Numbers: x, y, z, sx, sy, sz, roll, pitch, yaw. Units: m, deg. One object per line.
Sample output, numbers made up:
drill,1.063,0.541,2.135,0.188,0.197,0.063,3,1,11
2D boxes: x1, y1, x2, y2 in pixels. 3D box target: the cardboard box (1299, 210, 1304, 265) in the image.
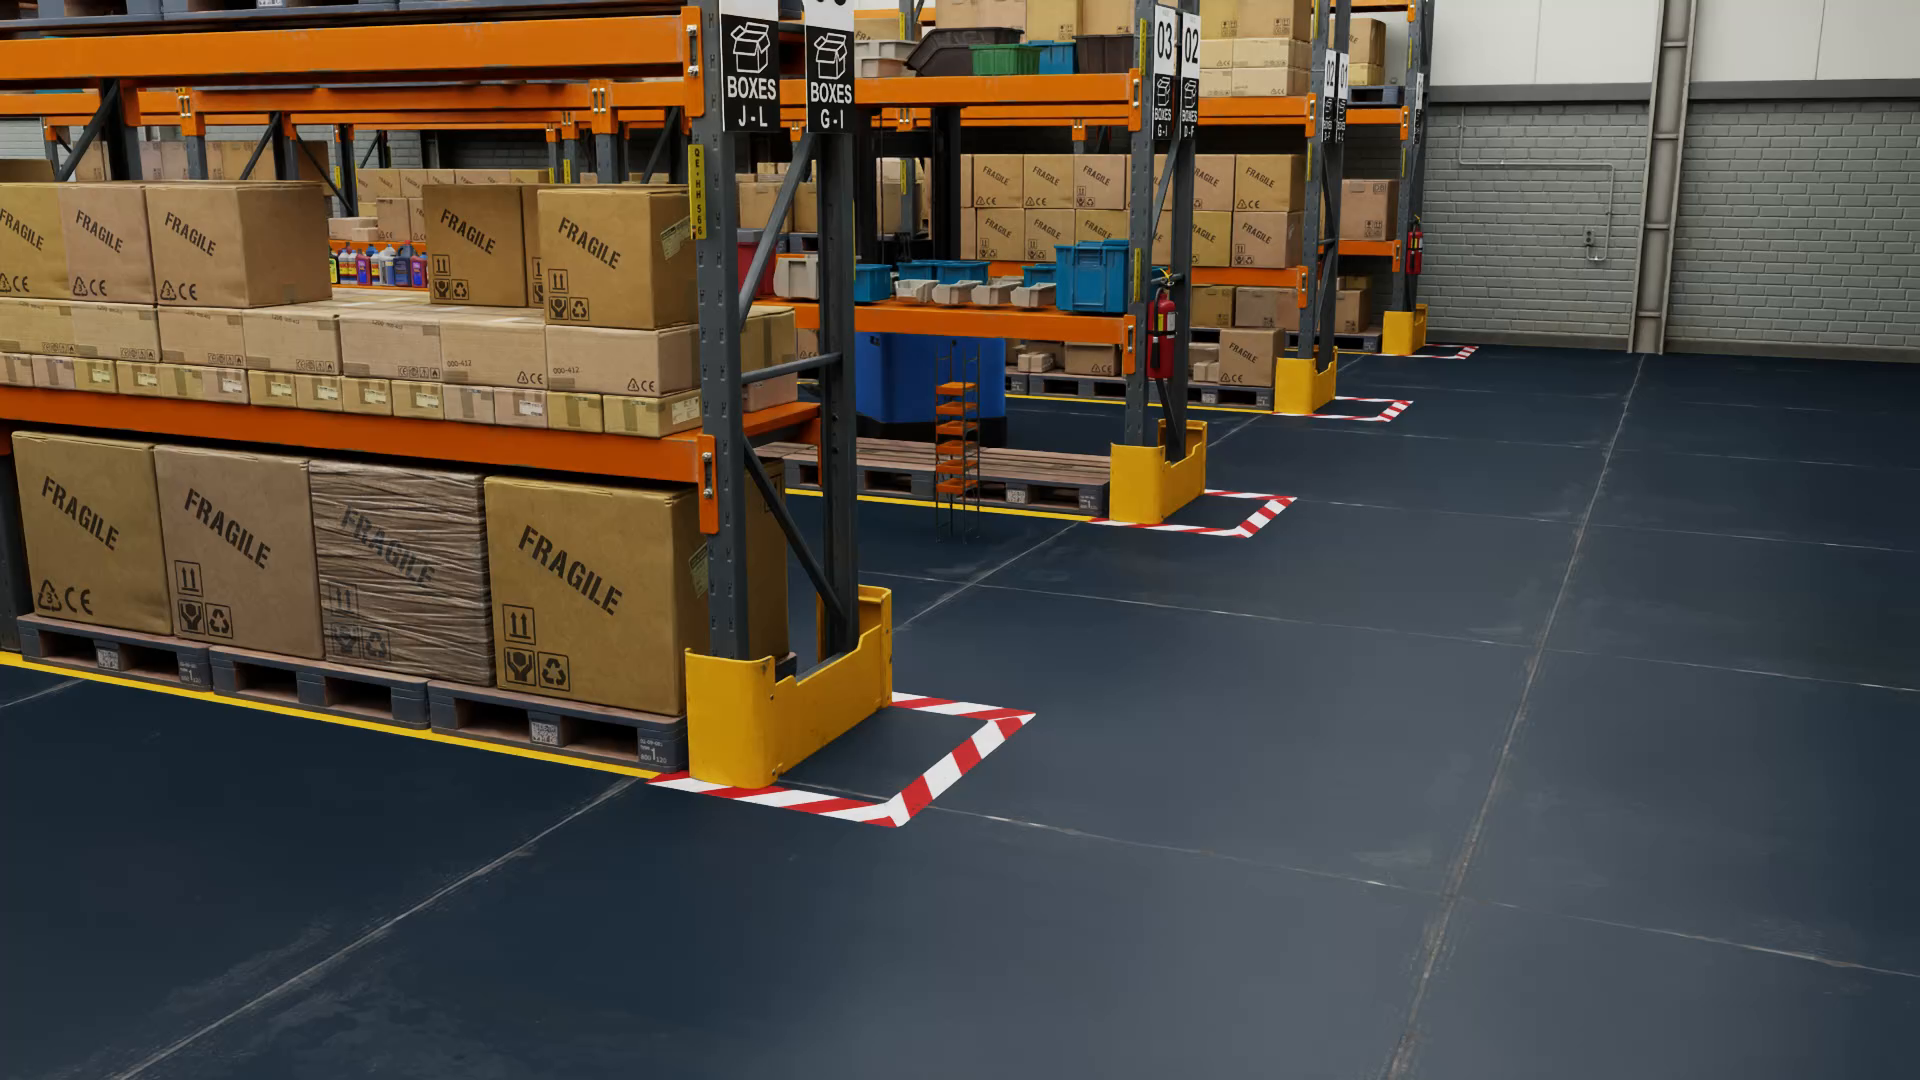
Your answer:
cardboard box,3.027,-2.871,15.705,0.500,0.500,0.500,6,15,24

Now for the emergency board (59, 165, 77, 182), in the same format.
emergency board,-16.039,-6.149,29.895,0.643,1.169,0.194,6,14,23

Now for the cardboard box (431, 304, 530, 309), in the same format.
cardboard box,-1.955,-0.924,7.303,0.500,0.250,0.500,5,14,21

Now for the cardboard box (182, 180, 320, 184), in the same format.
cardboard box,-3.362,-1.430,7.820,0.500,0.500,0.500,6,14,24

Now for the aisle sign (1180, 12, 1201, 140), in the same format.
aisle sign,1.502,-3.013,10.838,0.004,0.787,0.394,6,14,23

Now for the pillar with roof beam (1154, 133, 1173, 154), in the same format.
pillar with roof beam,0.919,-6.269,17.271,0.400,9.000,9.100,6,14,23

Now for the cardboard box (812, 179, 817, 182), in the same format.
cardboard box,-1.645,-4.606,22.405,0.500,0.500,0.500,6,15,25

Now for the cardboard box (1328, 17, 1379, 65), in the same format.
cardboard box,4.549,-5.777,19.292,0.500,0.500,0.500,6,14,23

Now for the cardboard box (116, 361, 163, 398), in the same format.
cardboard box,-3.489,-0.736,7.374,0.250,0.149,0.380,5,14,22

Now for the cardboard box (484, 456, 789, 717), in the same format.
cardboard box,-1.307,0.130,6.866,0.875,0.875,0.875,6,14,23

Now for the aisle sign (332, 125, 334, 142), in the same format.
aisle sign,-9.487,-6.451,25.491,0.004,0.787,0.394,6,14,23

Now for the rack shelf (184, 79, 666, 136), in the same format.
rack shelf,-4.170,-3.357,13.004,4.000,0.370,1.077,6,14,23

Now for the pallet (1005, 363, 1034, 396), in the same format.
pallet,0.296,-1.675,16.931,1.213,0.211,1.003,6,14,23

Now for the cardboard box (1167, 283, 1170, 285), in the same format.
cardboard box,2.553,-3.274,20.774,0.250,0.149,0.380,6,15,25

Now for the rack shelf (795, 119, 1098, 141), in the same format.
rack shelf,-0.157,-5.426,21.823,4.000,0.370,1.077,6,14,23

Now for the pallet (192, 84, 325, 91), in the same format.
pallet,-5.338,-3.709,13.344,1.213,0.211,1.003,6,14,23

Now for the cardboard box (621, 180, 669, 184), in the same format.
cardboard box,-3.367,-3.685,18.254,0.500,0.500,0.700,1,13,4

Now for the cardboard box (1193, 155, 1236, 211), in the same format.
cardboard box,2.345,-3.292,15.310,0.500,0.500,0.500,6,15,25

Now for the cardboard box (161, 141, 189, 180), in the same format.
cardboard box,-9.430,-4.696,20.642,0.500,0.500,0.700,6,14,23

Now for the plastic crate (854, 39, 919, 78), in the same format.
plastic crate,-0.585,-3.364,11.718,0.530,0.282,0.437,6,14,23

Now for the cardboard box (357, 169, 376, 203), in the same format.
cardboard box,-8.985,-5.436,25.500,0.500,0.500,0.500,6,14,23

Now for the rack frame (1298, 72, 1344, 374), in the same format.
rack frame,3.326,-2.726,15.306,0.127,3.000,1.000,6,14,23

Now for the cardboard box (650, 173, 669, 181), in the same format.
cardboard box,-4.068,-4.973,23.698,0.500,0.500,0.700,8,15,31

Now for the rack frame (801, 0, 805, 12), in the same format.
rack frame,-1.985,-7.422,22.187,0.127,3.000,1.000,6,14,23

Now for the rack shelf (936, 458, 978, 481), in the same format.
rack shelf,-0.013,-0.425,10.161,0.180,0.103,0.258,6,14,23

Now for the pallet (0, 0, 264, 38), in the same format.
pallet,-3.603,-2.367,7.403,1.213,0.211,1.003,6,14,23

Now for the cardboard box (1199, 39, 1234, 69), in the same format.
cardboard box,2.296,-4.397,15.096,0.500,0.250,0.500,6,14,23

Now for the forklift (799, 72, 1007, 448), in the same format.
forklift,-0.636,-2.370,13.937,1.130,2.935,3.031,-5,14,-21

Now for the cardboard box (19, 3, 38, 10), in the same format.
cardboard box,-4.881,-2.793,7.885,0.500,0.500,0.700,6,15,25

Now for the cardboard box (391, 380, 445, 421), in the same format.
cardboard box,-2.083,-0.593,6.768,0.250,0.149,0.380,5,14,22

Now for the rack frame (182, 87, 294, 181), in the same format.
rack frame,-5.998,-2.432,14.053,0.127,3.000,1.000,6,14,23

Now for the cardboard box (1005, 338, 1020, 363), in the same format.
cardboard box,0.305,-2.100,17.147,0.500,0.500,0.500,6,14,23

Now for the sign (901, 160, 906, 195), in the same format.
sign,-0.553,-3.544,16.256,0.005,0.325,0.100,6,14,23

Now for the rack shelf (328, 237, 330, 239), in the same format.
rack shelf,-9.474,-3.671,20.909,4.000,0.370,1.077,6,14,23

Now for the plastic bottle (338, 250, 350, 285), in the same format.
plastic bottle,-4.883,-2.169,13.214,0.097,0.271,0.097,0,13,0

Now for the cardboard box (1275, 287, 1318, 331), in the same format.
cardboard box,4.191,-2.839,20.339,0.500,0.500,0.700,6,14,23

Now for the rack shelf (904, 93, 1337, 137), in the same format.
rack shelf,1.497,-4.021,15.835,4.000,0.370,1.077,6,14,23

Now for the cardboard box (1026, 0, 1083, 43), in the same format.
cardboard box,0.988,-4.934,15.743,0.500,0.500,0.700,6,14,23

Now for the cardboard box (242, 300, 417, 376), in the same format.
cardboard box,-2.647,-0.860,7.031,0.500,0.250,0.500,6,14,23

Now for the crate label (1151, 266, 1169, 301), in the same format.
crate label,1.224,-1.731,11.302,0.303,0.233,0.416,6,14,23

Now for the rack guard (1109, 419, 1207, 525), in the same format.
rack guard,1.343,-0.475,11.186,0.348,0.500,1.175,6,14,23

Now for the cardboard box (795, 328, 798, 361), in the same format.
cardboard box,-1.805,-2.173,17.459,0.500,0.500,0.500,6,14,24

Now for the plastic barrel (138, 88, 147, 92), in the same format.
plastic barrel,-7.259,-4.283,14.437,0.708,0.830,0.600,6,14,23

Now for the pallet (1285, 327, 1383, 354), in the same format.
pallet,4.566,-2.461,20.282,1.213,0.211,1.003,6,14,23

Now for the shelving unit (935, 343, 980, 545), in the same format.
shelving unit,-0.013,-0.585,10.123,0.189,1.200,0.258,6,14,23

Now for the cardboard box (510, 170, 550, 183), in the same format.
cardboard box,-6.200,-5.152,24.290,0.500,0.500,0.500,6,14,23

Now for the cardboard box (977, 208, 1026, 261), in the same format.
cardboard box,0.494,-2.994,16.230,0.500,0.500,0.500,6,15,24

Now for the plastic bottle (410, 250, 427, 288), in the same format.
plastic bottle,-4.192,-2.100,12.895,0.133,0.283,0.061,6,14,23

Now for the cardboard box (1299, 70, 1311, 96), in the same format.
cardboard box,2.959,-4.214,15.410,0.500,0.250,0.500,6,14,23

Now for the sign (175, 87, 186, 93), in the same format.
sign,-6.214,-3.726,13.230,0.005,0.325,0.100,6,14,23

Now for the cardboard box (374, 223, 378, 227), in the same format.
cardboard box,-6.767,-3.728,19.871,0.258,0.266,0.396,5,14,22
